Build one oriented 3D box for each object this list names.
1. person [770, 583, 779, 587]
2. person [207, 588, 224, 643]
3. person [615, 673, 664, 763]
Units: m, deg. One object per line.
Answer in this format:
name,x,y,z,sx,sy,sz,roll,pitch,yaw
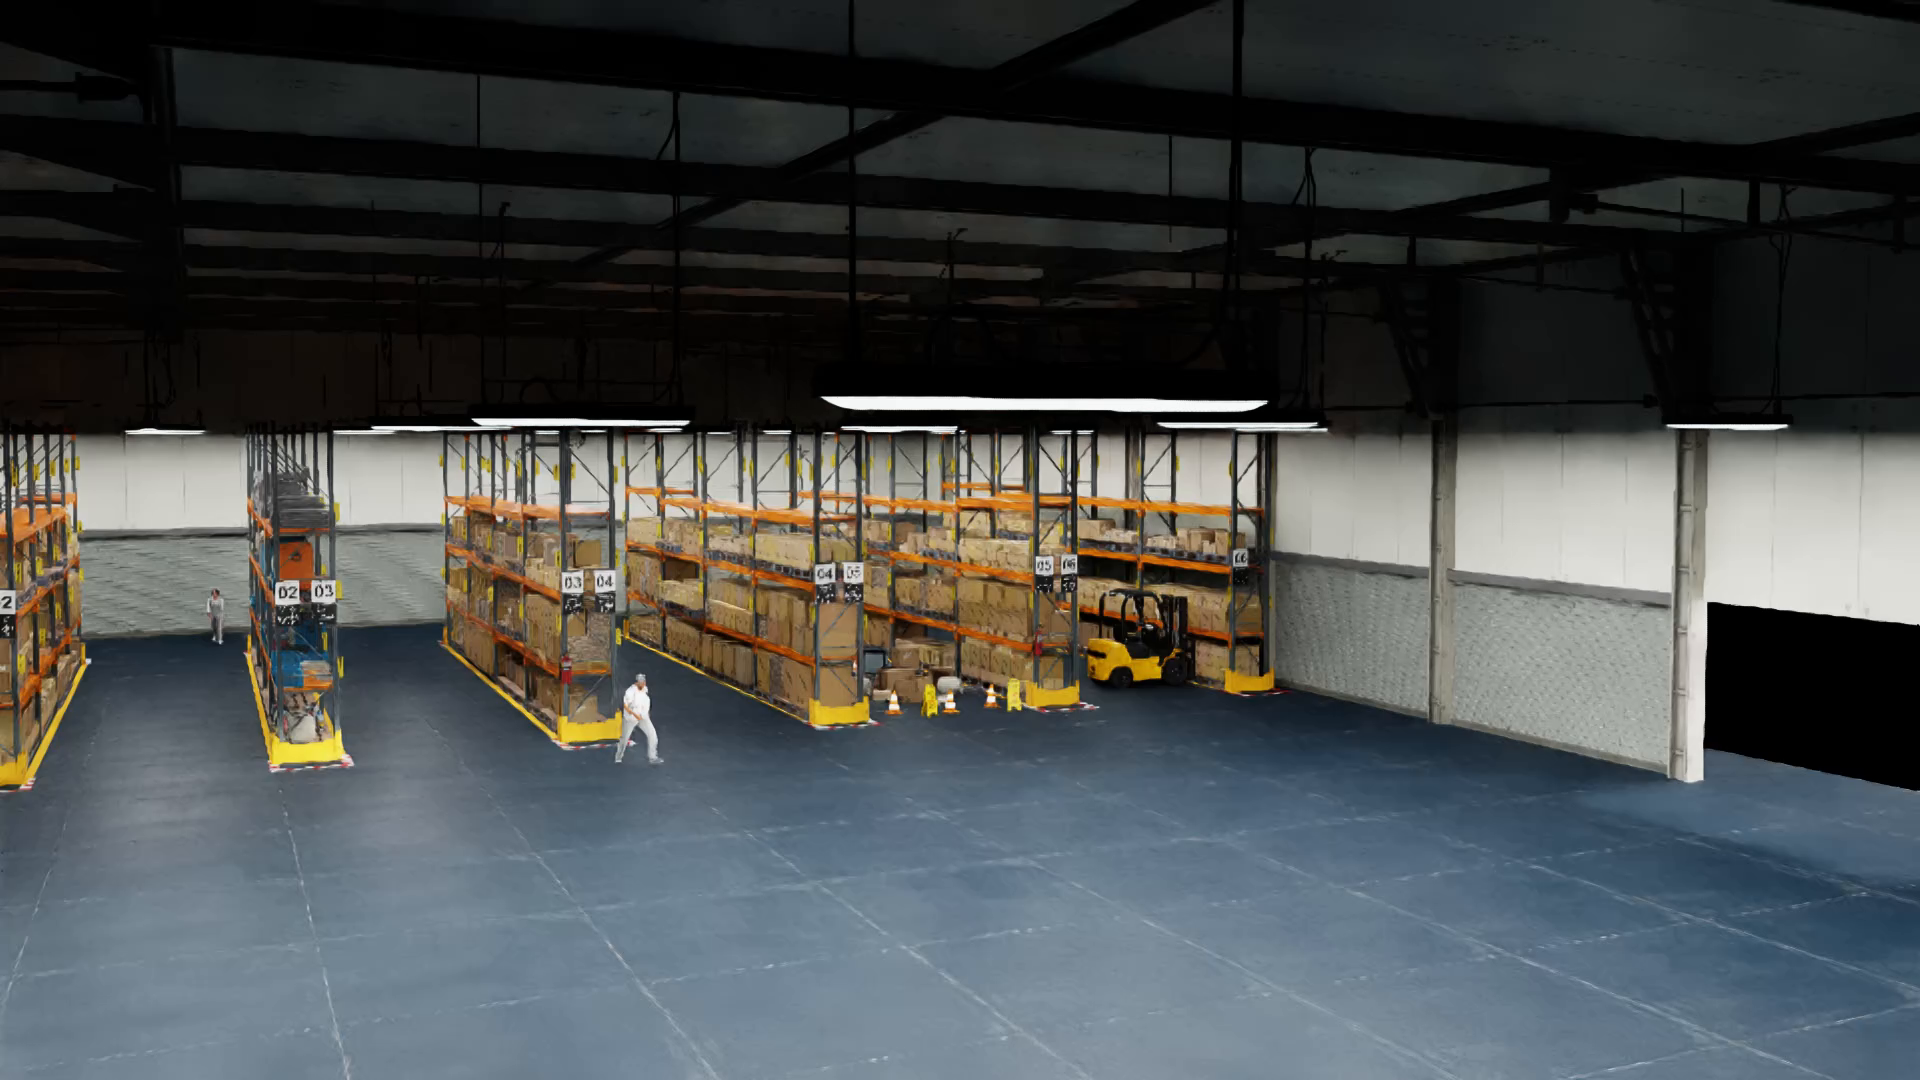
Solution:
person,-5.019,2.039,44.723,0.593,1.745,0.652,0,4,1
person,-20.577,2.085,45.966,0.417,1.504,1.036,-1,4,-22
person,-5.640,3.100,29.062,0.656,1.597,0.813,-3,5,-41
